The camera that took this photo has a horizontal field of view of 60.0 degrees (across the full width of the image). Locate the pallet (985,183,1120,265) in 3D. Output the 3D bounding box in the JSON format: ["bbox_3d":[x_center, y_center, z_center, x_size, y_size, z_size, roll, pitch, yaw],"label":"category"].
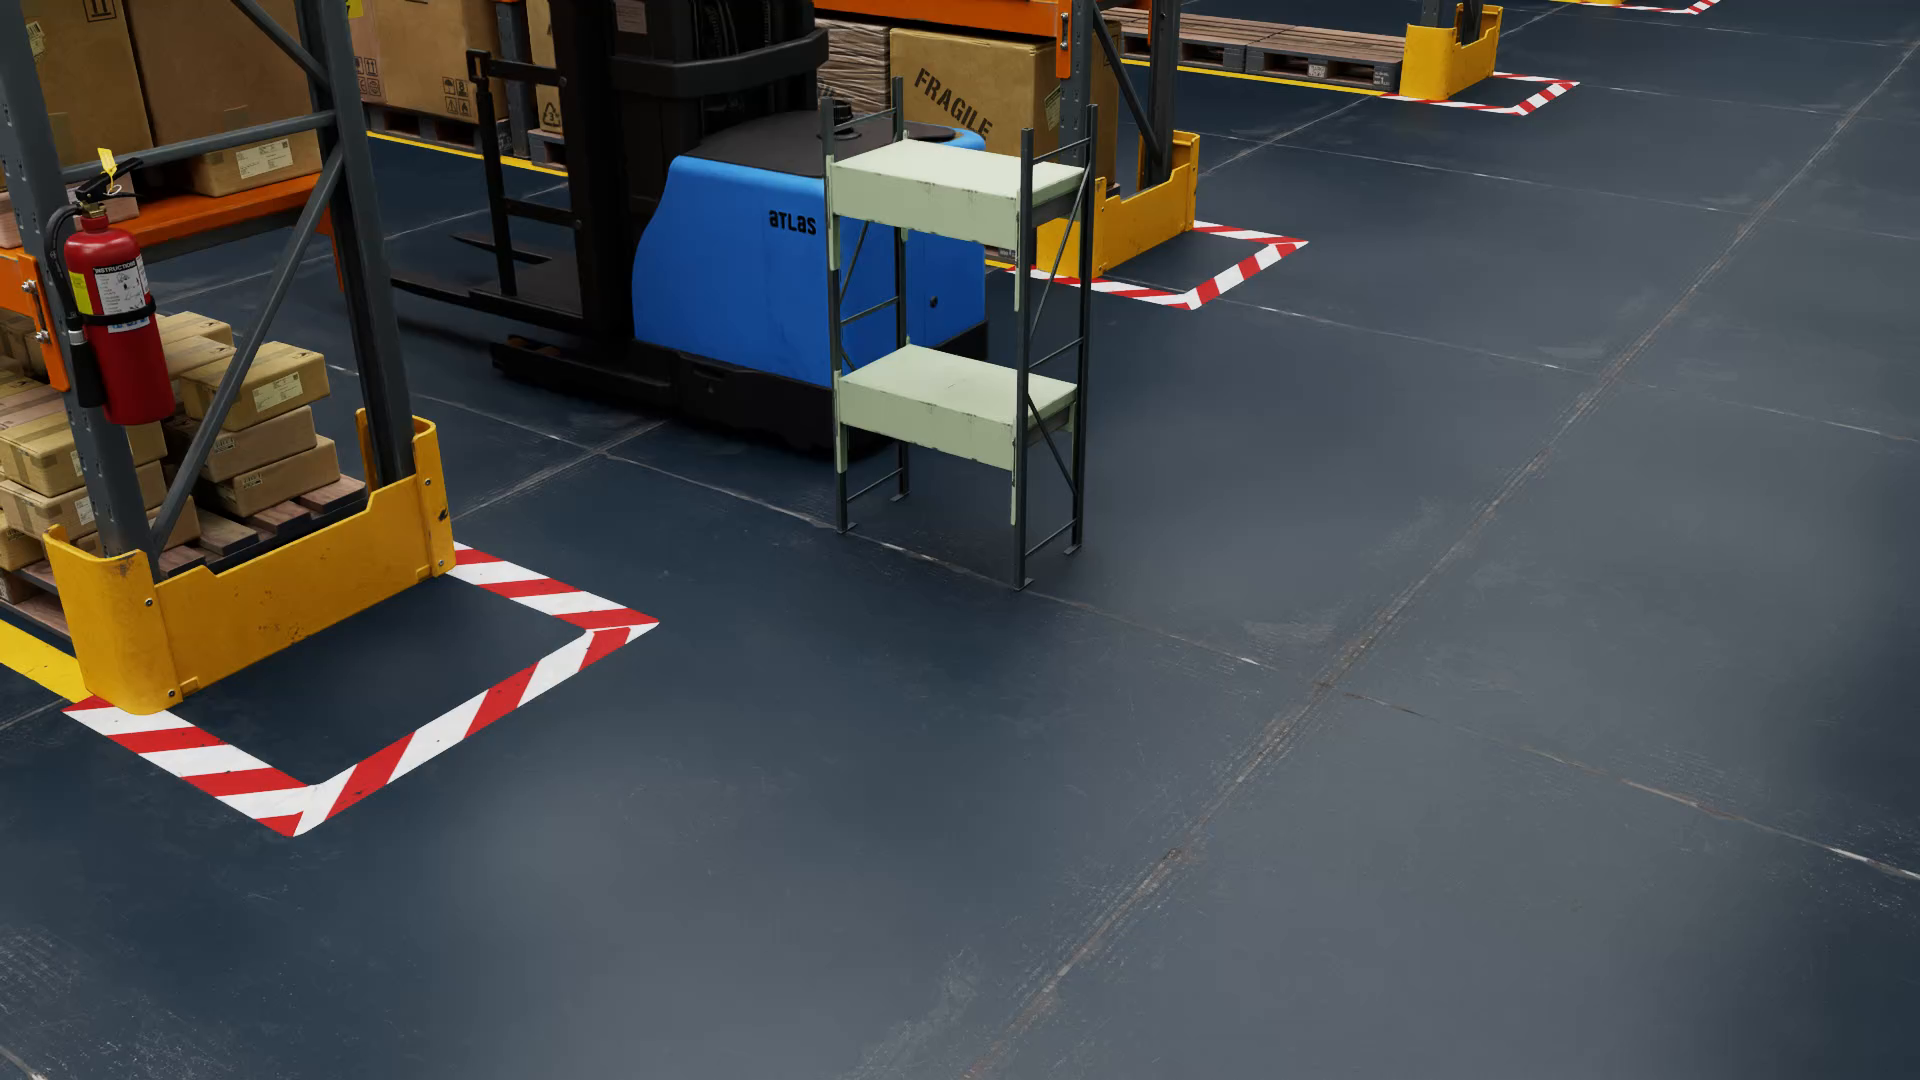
[{"bbox_3d":[0.112,-1.827,9.107,1.213,0.211,1.003,17,32,30],"label":"pallet"}]

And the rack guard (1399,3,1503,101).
[{"bbox_3d":[3.647,-3.630,12.332,0.348,0.500,1.175,17,32,30],"label":"rack guard"}]

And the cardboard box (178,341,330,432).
[{"bbox_3d":[-2.316,-0.509,5.467,0.250,0.149,0.380,16,31,28],"label":"cardboard box"}]

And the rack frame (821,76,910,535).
[{"bbox_3d":[-0.307,-0.764,5.598,0.023,1.500,0.400,17,32,30],"label":"rack frame"}]

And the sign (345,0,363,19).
[{"bbox_3d":[-1.769,-1.654,4.739,0.005,0.325,0.100,17,32,30],"label":"sign"}]

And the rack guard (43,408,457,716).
[{"bbox_3d":[-2.139,0.029,5.142,0.348,0.500,1.175,17,32,30],"label":"rack guard"}]

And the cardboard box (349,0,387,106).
[{"bbox_3d":[-3.758,-3.547,11.293,0.875,0.875,1.225,16,31,29],"label":"cardboard box"}]

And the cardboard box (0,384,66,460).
[{"bbox_3d":[-2.831,-0.374,5.203,0.250,0.149,0.380,18,32,31],"label":"cardboard box"}]

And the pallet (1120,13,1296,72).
[{"bbox_3d":[1.960,-4.043,13.461,1.213,0.211,1.003,17,32,30],"label":"pallet"}]

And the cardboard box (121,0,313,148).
[{"bbox_3d":[-2.290,-1.461,4.876,0.500,0.500,0.500,19,33,33],"label":"cardboard box"}]

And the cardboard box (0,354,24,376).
[{"bbox_3d":[-3.294,-0.484,5.417,0.250,0.149,0.380,16,31,28],"label":"cardboard box"}]

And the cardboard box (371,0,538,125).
[{"bbox_3d":[-3.021,-3.318,10.842,0.875,0.875,1.225,17,32,30],"label":"cardboard box"}]

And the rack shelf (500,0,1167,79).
[{"bbox_3d":[-0.833,-3.087,9.301,4.000,0.370,1.077,17,32,30],"label":"rack shelf"}]

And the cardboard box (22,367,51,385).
[{"bbox_3d":[-3.231,-0.605,5.985,0.250,0.149,0.380,16,31,28],"label":"cardboard box"}]

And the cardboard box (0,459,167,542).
[{"bbox_3d":[-2.673,-0.143,5.077,0.250,0.149,0.380,16,31,29],"label":"cardboard box"}]

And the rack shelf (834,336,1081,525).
[{"bbox_3d":[-0.006,-0.380,5.561,0.720,0.370,0.431,17,32,30],"label":"rack shelf"}]

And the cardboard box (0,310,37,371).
[{"bbox_3d":[-3.221,-0.755,5.950,0.250,0.149,0.380,19,32,32],"label":"cardboard box"}]

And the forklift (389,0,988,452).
[{"bbox_3d":[-1.398,-2.137,6.717,3.031,2.935,1.130,16,31,29],"label":"forklift"}]

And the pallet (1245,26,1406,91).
[{"bbox_3d":[2.962,-3.729,12.845,1.213,0.211,1.003,17,32,30],"label":"pallet"}]

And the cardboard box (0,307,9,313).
[{"bbox_3d":[-3.412,-0.839,6.116,0.250,0.149,0.380,18,32,31],"label":"cardboard box"}]

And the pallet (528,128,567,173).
[{"bbox_3d":[-1.899,-2.454,10.339,1.213,0.211,1.003,17,32,30],"label":"pallet"}]

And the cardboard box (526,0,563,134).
[{"bbox_3d":[-1.983,-2.962,10.142,0.875,0.875,0.875,17,32,30],"label":"cardboard box"}]

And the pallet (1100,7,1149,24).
[{"bbox_3d":[0.951,-4.356,14.076,1.213,0.211,1.003,17,32,30],"label":"pallet"}]

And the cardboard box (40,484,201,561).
[{"bbox_3d":[-2.628,-0.039,5.200,0.250,0.149,0.380,18,32,31],"label":"cardboard box"}]

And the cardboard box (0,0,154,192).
[{"bbox_3d":[-2.592,-1.262,4.484,0.500,0.500,0.500,18,32,31],"label":"cardboard box"}]

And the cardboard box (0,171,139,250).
[{"bbox_3d":[-2.505,-0.931,4.550,0.250,0.149,0.380,17,32,30],"label":"cardboard box"}]

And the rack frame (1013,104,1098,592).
[{"bbox_3d":[0.296,-0.576,5.229,0.023,1.500,0.400,17,32,30],"label":"rack frame"}]

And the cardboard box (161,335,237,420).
[{"bbox_3d":[-2.611,-0.535,5.517,0.250,0.149,0.380,18,32,31],"label":"cardboard box"}]

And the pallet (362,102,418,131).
[{"bbox_3d":[-4.170,-3.161,11.729,1.213,0.211,1.003,17,32,30],"label":"pallet"}]

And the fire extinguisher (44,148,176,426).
[{"bbox_3d":[-2.130,-0.628,4.172,0.183,0.674,0.296,17,32,30],"label":"fire extinguisher"}]

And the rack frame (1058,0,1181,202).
[{"bbox_3d":[0.815,-2.894,8.129,0.127,3.000,1.000,17,32,30],"label":"rack frame"}]

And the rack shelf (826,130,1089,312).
[{"bbox_3d":[-0.006,-1.018,5.236,0.720,0.370,0.431,17,32,30],"label":"rack shelf"}]

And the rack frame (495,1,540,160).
[{"bbox_3d":[-2.482,-3.921,10.147,0.127,3.000,1.000,17,32,30],"label":"rack frame"}]

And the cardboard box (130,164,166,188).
[{"bbox_3d":[-2.391,-1.209,5.096,0.250,0.149,0.380,19,32,32],"label":"cardboard box"}]

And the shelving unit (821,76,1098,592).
[{"bbox_3d":[-0.006,-0.670,5.413,0.755,1.500,0.431,17,32,30],"label":"shelving unit"}]

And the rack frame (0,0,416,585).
[{"bbox_3d":[-2.076,-1.065,4.536,0.127,3.000,1.000,17,32,30],"label":"rack frame"}]

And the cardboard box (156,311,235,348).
[{"bbox_3d":[-2.746,-0.647,5.739,0.250,0.149,0.380,17,32,30],"label":"cardboard box"}]

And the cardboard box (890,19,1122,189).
[{"bbox_3d":[0.243,-2.268,8.780,0.875,0.875,0.875,17,32,30],"label":"cardboard box"}]

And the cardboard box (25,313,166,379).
[{"bbox_3d":[-2.997,-0.680,5.803,0.250,0.149,0.380,16,31,28],"label":"cardboard box"}]

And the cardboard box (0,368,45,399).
[{"bbox_3d":[-3.116,-0.393,5.240,0.250,0.149,0.380,17,31,29],"label":"cardboard box"}]

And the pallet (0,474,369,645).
[{"bbox_3d":[-2.788,-0.064,5.643,1.213,0.211,1.003,17,32,30],"label":"pallet"}]

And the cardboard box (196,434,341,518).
[{"bbox_3d":[-2.327,-0.236,5.587,0.250,0.149,0.380,18,32,31],"label":"cardboard box"}]

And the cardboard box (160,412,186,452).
[{"bbox_3d":[-2.556,-0.437,5.653,0.250,0.149,0.380,17,32,30],"label":"cardboard box"}]

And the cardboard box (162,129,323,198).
[{"bbox_3d":[-2.158,-1.159,4.998,0.250,0.149,0.380,17,32,30],"label":"cardboard box"}]

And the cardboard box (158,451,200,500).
[{"bbox_3d":[-2.589,-0.273,5.659,0.250,0.149,0.380,17,32,30],"label":"cardboard box"}]

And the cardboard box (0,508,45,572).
[{"bbox_3d":[-2.897,-0.067,5.255,0.250,0.149,0.380,18,32,32],"label":"cardboard box"}]

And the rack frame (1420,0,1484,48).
[{"bbox_3d":[3.620,-4.745,11.768,0.127,3.000,1.000,17,32,30],"label":"rack frame"}]

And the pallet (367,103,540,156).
[{"bbox_3d":[-3.160,-2.848,11.114,1.213,0.211,1.003,17,32,30],"label":"pallet"}]

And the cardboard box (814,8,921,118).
[{"bbox_3d":[-0.508,-2.502,9.239,0.875,0.875,0.875,17,32,30],"label":"cardboard box"}]

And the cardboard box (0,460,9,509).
[{"bbox_3d":[-2.858,-0.231,5.248,0.250,0.149,0.380,16,31,29],"label":"cardboard box"}]

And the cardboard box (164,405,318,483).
[{"bbox_3d":[-2.363,-0.345,5.473,0.250,0.149,0.380,19,32,32],"label":"cardboard box"}]

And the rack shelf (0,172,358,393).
[{"bbox_3d":[-3.725,-1.258,5.709,4.000,0.370,1.077,17,32,30],"label":"rack shelf"}]

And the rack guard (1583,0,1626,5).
[{"bbox_3d":[6.365,-5.502,16.010,0.348,0.500,1.175,17,32,30],"label":"rack guard"}]

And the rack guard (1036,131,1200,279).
[{"bbox_3d":[0.835,-1.774,8.684,0.348,0.500,1.175,17,32,30],"label":"rack guard"}]

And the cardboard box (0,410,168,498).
[{"bbox_3d":[-2.656,-0.288,5.034,0.250,0.149,0.380,18,32,31],"label":"cardboard box"}]
